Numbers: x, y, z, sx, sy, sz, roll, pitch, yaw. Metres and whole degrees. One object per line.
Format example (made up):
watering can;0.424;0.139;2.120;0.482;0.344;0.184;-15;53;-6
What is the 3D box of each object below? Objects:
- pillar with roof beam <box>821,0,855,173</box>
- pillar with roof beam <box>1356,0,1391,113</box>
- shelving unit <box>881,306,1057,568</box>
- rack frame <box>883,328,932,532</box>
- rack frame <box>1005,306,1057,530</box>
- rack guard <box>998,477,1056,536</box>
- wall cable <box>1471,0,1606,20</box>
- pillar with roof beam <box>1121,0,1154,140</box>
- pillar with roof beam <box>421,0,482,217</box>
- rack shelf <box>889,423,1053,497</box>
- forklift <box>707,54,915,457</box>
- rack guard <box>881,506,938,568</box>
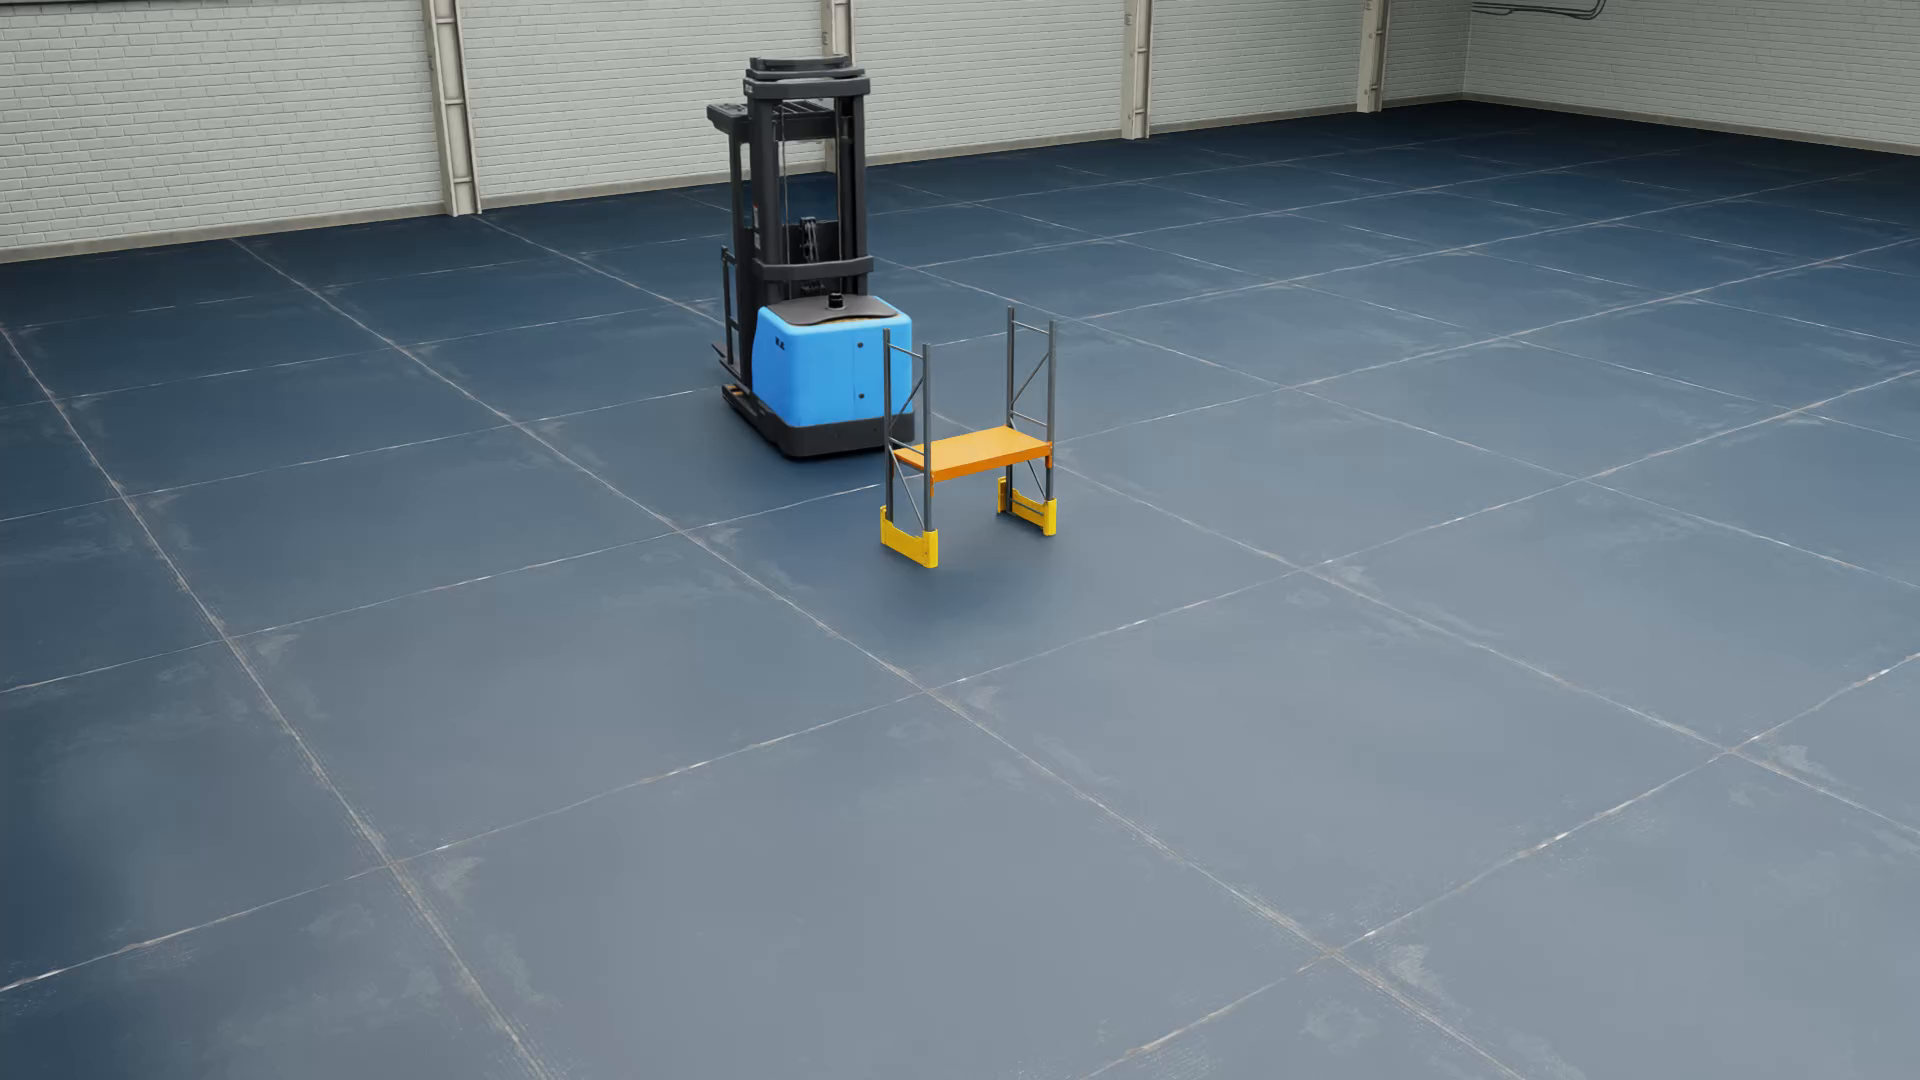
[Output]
pillar with roof beam;0.685;-8.595;20.793;0.400;9.000;9.100;-15;26;-33
pillar with roof beam;10.426;-11.192;27.302;0.400;9.000;9.100;-15;26;-33
shelving unit;0.062;-0.713;11.160;1.083;1.500;0.587;-15;26;-33
rack frame;-0.343;-0.605;10.889;0.032;1.500;0.500;-15;26;-33
rack frame;0.482;-0.825;11.440;0.032;1.500;0.500;-15;26;-33
rack guard;0.466;-0.240;11.662;0.087;0.250;0.587;-15;26;-33
wall cable;11.075;-11.285;31.724;0.112;2.526;3.097;-15;26;-33
pillar with roof beam;5.555;-9.893;24.048;0.400;9.000;9.100;-15;26;-33
pillar with roof beam;-4.186;-7.296;17.539;0.400;9.000;9.100;-15;26;-33
rack shelf;0.069;-0.548;11.231;1.000;0.185;0.538;-15;26;-33
forklift;-1.399;-2.515;13.745;1.130;2.935;3.031;-9;23;-21
rack guard;-0.342;-0.025;11.121;0.087;0.250;0.587;-15;26;-33
